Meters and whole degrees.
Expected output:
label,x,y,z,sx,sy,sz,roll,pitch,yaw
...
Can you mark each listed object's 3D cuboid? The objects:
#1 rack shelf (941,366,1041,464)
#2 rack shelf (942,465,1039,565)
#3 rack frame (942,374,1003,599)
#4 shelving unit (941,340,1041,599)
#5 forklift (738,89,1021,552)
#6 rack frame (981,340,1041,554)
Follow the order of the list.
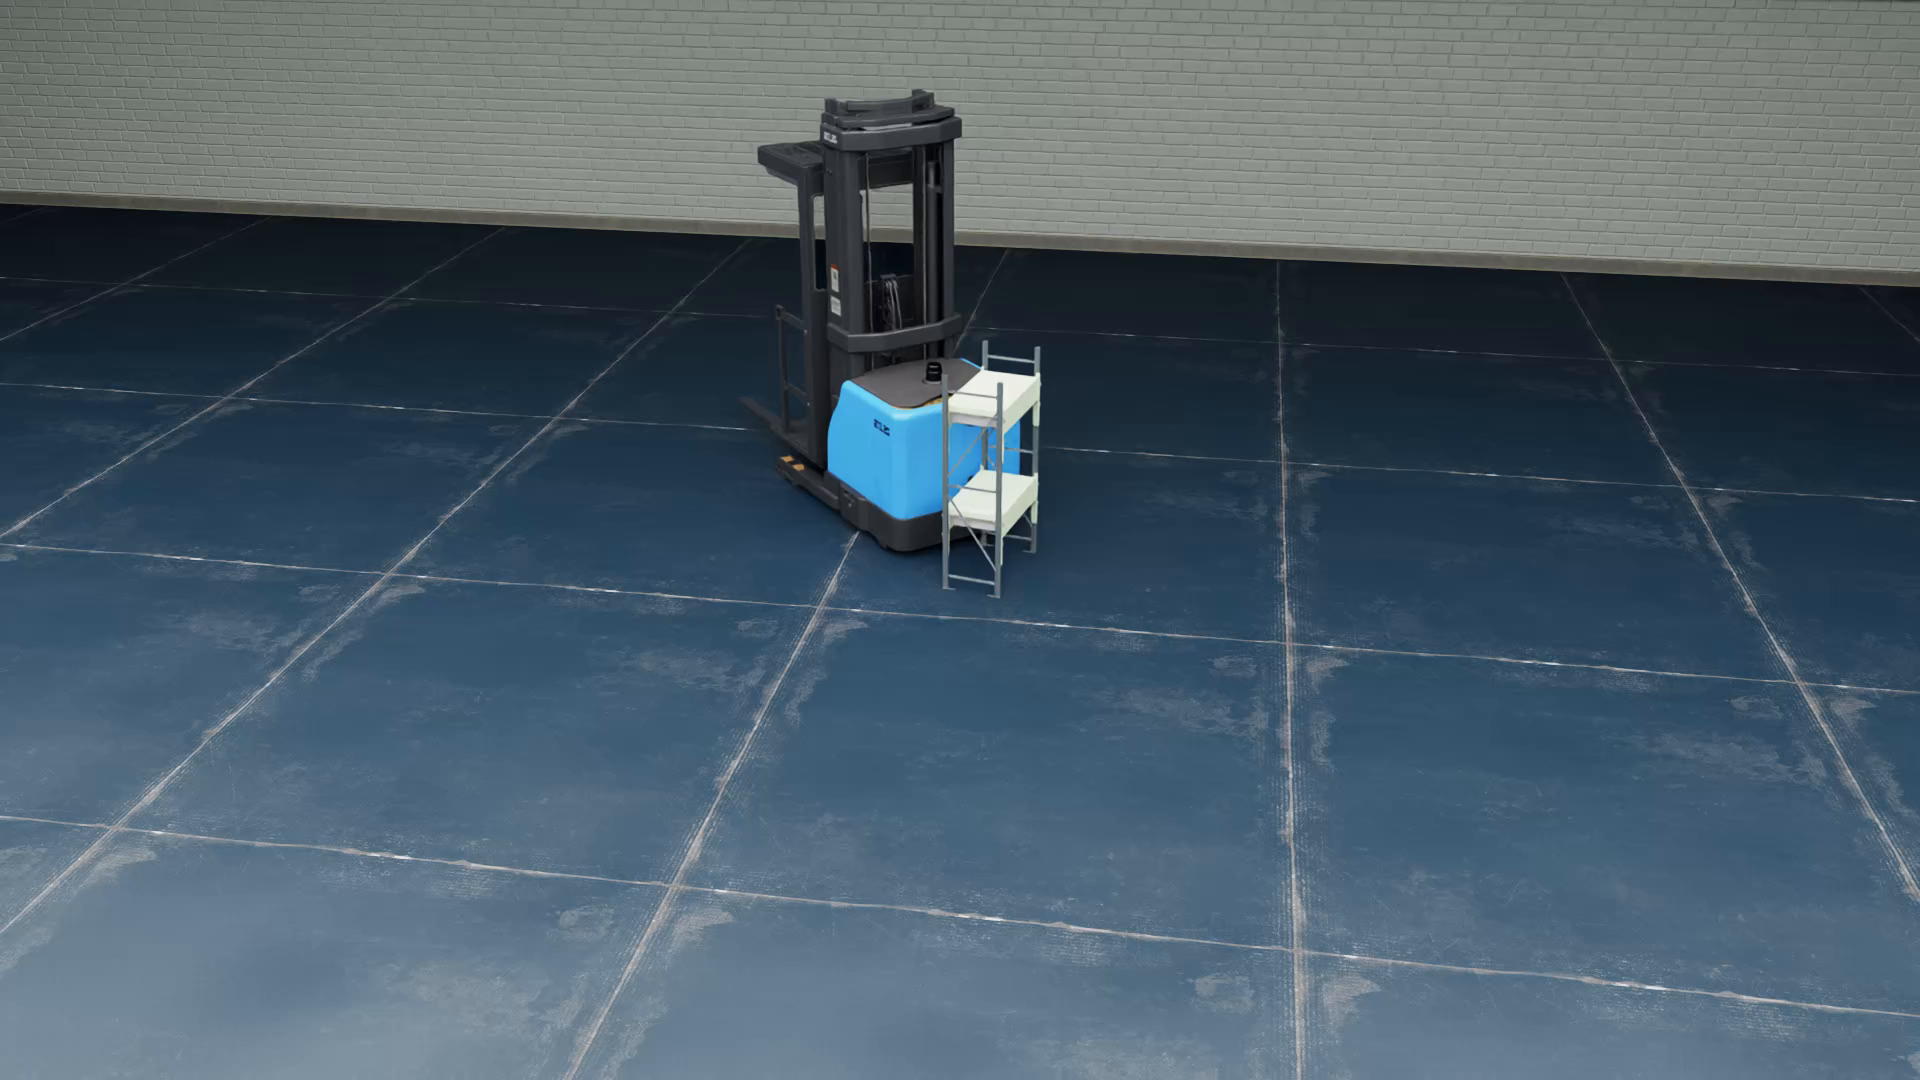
label,x,y,z,sx,sy,sz,roll,pitch,yaw
rack shelf,0.209,-0.823,10.819,0.431,0.370,0.720,9,27,19
rack shelf,0.209,-0.174,11.122,0.431,0.370,0.720,9,27,19
rack frame,0.078,-0.325,10.674,0.400,1.500,0.023,9,27,19
shelving unit,0.209,-0.470,10.984,0.431,1.500,0.755,9,27,19
forklift,-0.760,-1.829,12.199,1.130,2.935,3.031,-15,29,-28
rack frame,0.339,-0.614,11.294,0.400,1.500,0.023,9,27,19
